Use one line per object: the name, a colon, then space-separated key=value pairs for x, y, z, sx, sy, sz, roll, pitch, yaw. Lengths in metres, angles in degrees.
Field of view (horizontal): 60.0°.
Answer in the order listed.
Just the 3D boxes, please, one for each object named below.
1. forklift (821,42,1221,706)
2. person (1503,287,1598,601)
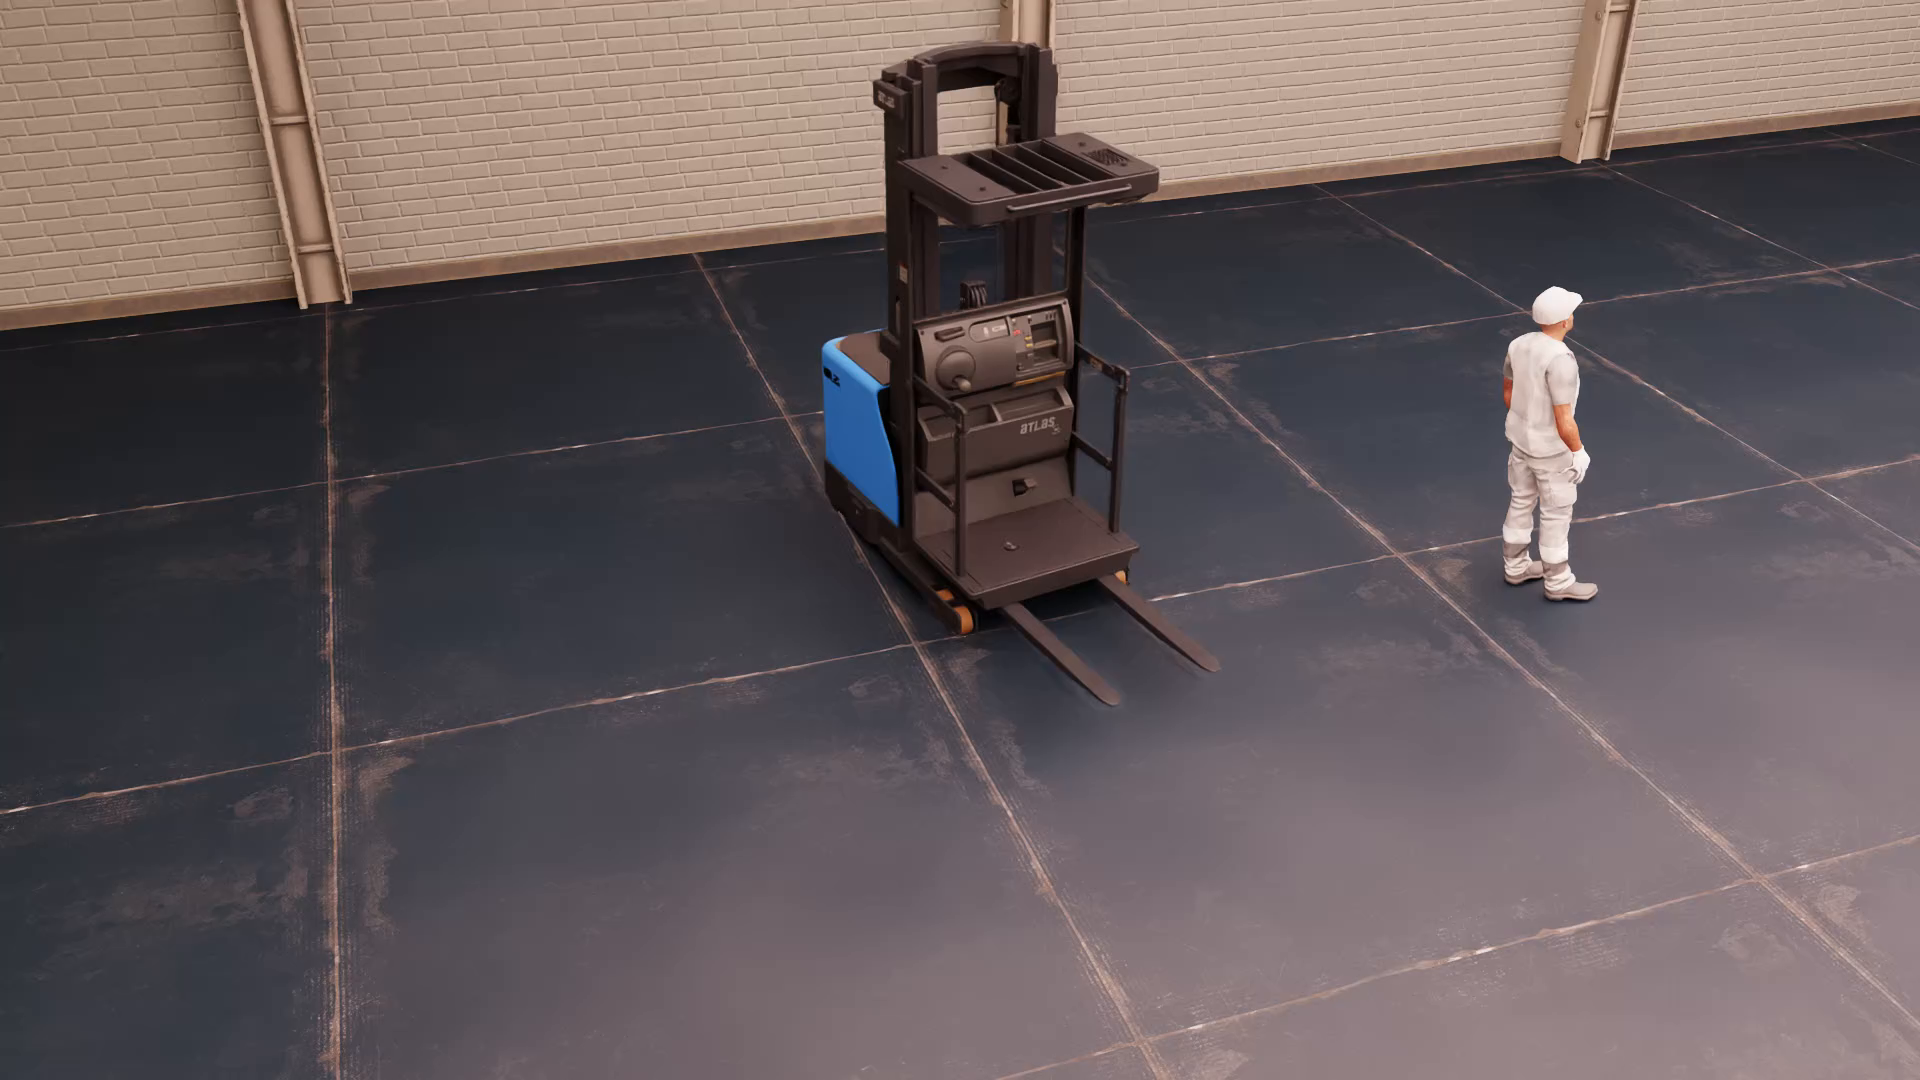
forklift: x=0.305 y=-1.005 z=8.834 sx=1.130 sy=2.935 sz=3.031 roll=-15 pitch=33 yaw=-25
person: x=3.277 y=-0.546 z=9.166 sx=0.565 sy=1.786 sz=0.638 roll=-9 pitch=31 yaw=-15
